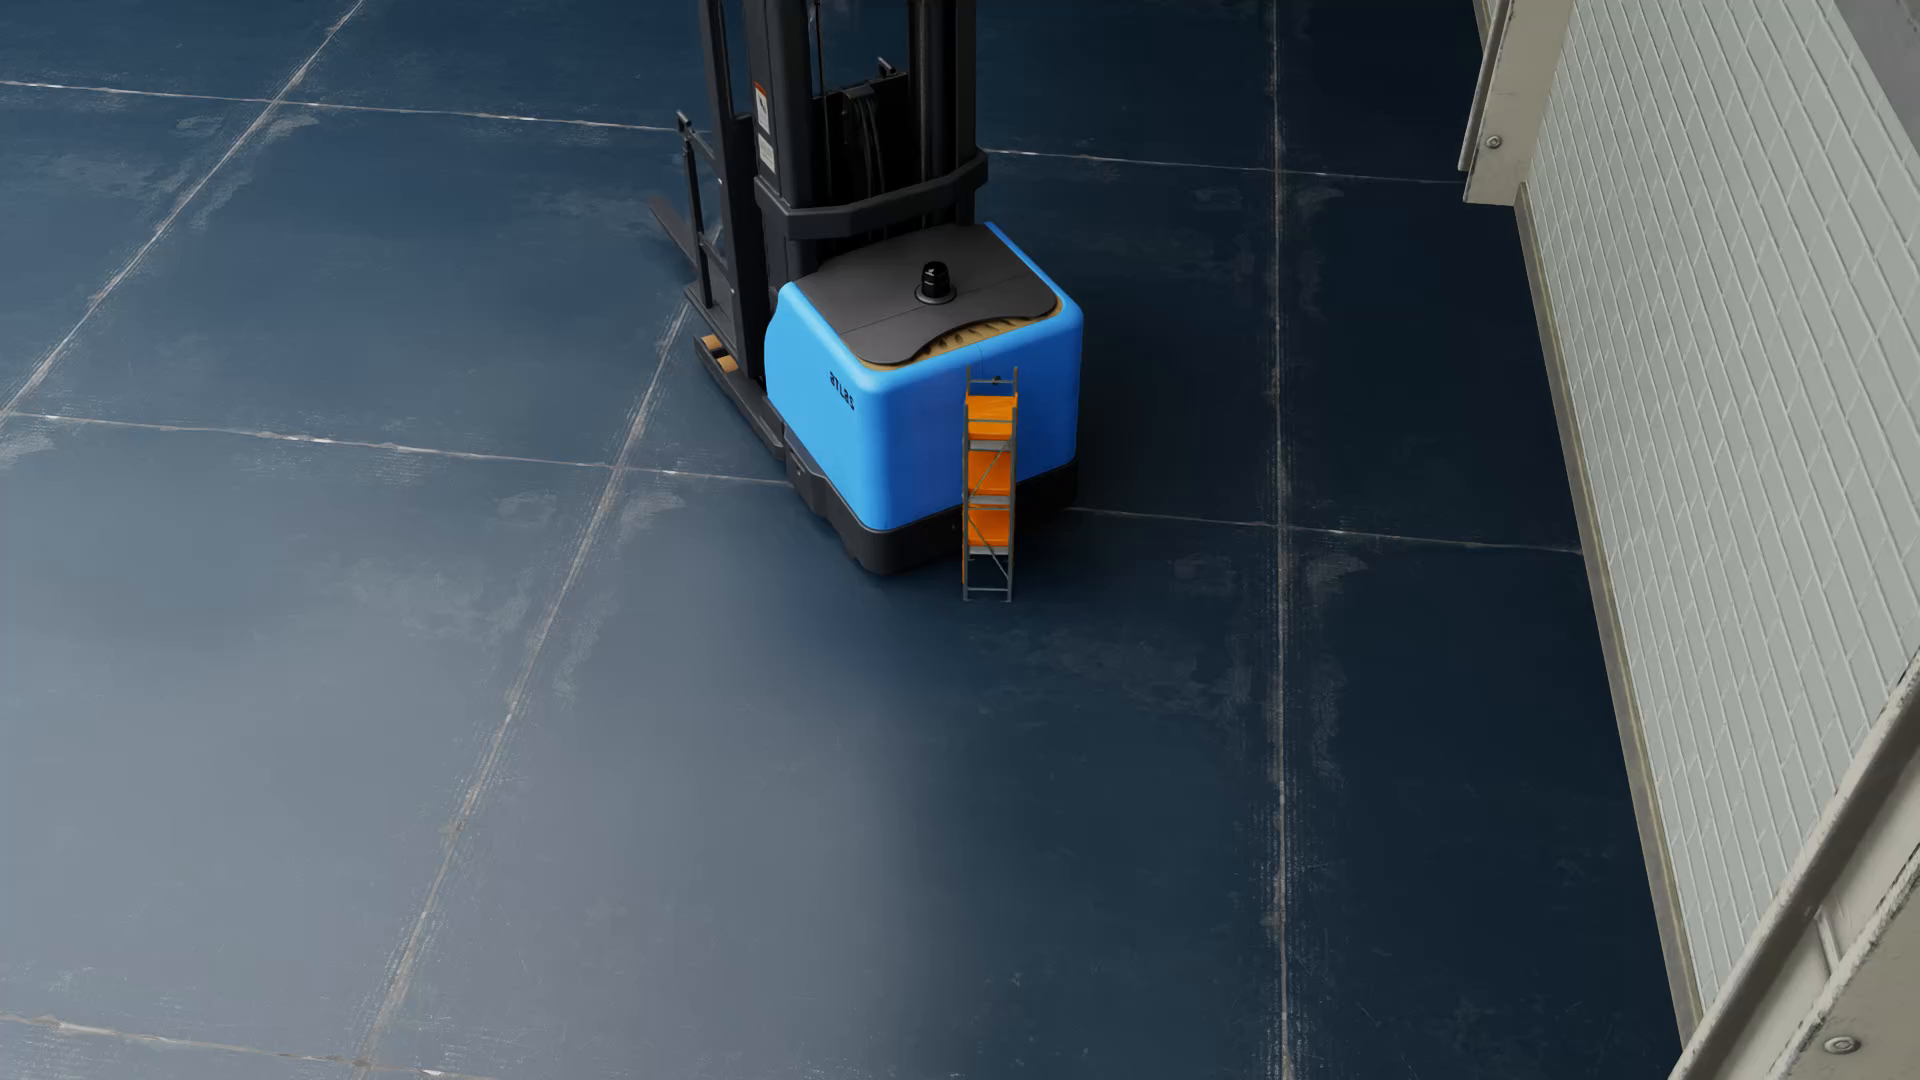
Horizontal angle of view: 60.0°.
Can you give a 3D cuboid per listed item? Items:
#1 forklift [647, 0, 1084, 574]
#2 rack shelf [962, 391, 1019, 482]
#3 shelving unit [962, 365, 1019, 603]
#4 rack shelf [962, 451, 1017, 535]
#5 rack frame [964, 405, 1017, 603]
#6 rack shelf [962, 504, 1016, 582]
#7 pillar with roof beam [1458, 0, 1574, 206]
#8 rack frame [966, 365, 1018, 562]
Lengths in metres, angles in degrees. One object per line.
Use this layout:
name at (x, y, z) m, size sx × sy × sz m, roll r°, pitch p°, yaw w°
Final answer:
forklift at (-0.639, -1.925, 7.152) m, size 1.130 × 2.935 × 3.031 m, roll -21°, pitch 47°, yaw -21°
rack shelf at (0.120, -0.405, 6.517) m, size 0.215 × 0.259 × 0.240 m, roll 2°, pitch 43°, yaw 2°
shelving unit at (0.120, -0.207, 6.705) m, size 0.215 × 1.050 × 0.252 m, roll 2°, pitch 43°, yaw 2°
rack shelf at (0.120, -0.199, 6.712) m, size 0.215 × 0.259 × 0.240 m, roll 2°, pitch 43°, yaw 2°
rack frame at (0.115, -0.123, 6.616) m, size 0.200 × 1.050 × 0.008 m, roll 2°, pitch 43°, yaw 2°
rack shelf at (0.120, 0.003, 6.903) m, size 0.215 × 0.259 × 0.240 m, roll 2°, pitch 43°, yaw 2°
pillar with roof beam at (-1.292, -5.655, 6.677) m, size 9.100 × 9.000 × 0.400 m, roll 5°, pitch 44°, yaw 6°
rack frame at (0.125, -0.291, 6.793) m, size 0.200 × 1.050 × 0.008 m, roll 2°, pitch 43°, yaw 2°
